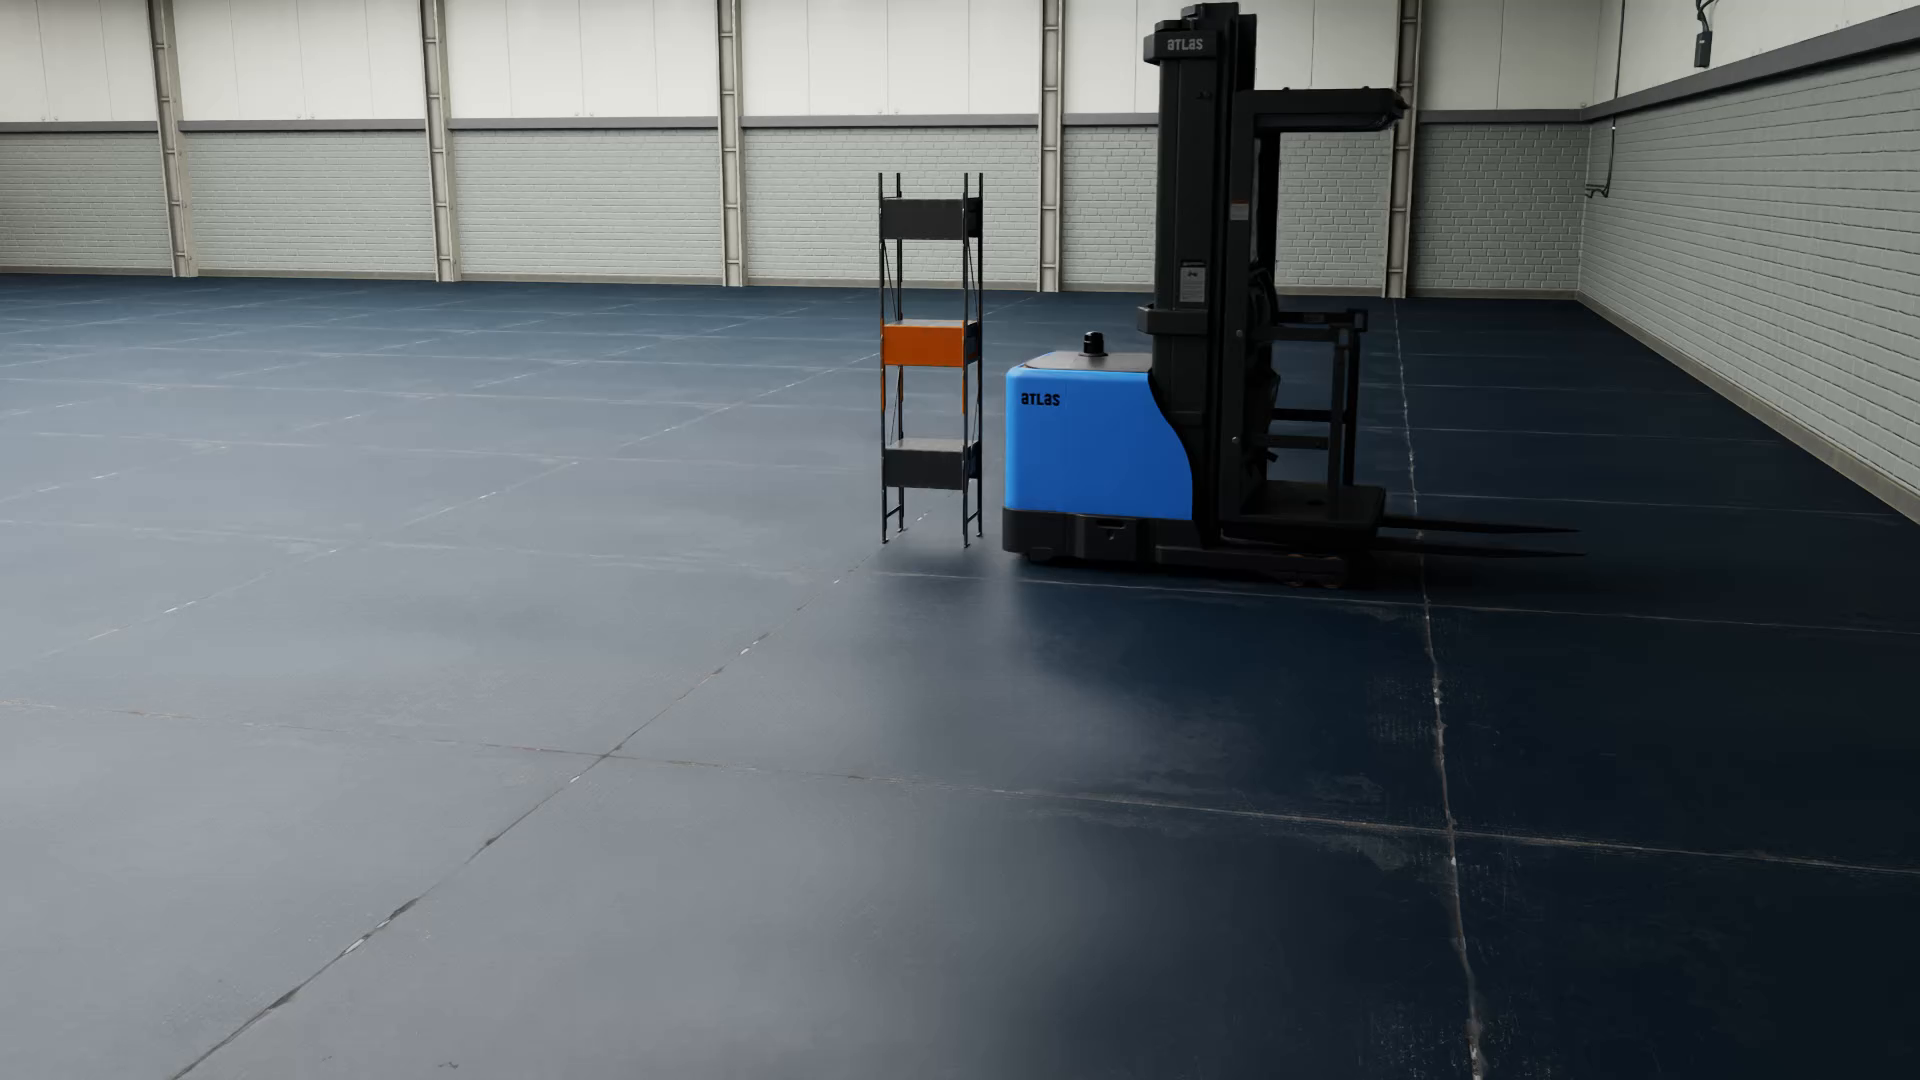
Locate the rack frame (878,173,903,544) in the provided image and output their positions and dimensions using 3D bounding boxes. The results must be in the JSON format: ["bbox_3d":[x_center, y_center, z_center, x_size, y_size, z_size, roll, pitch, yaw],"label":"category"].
[{"bbox_3d":[-0.398,-1.046,9.602,0.015,2.100,0.400,3,13,14],"label":"rack frame"}]

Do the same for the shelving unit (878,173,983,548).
[{"bbox_3d":[-0.161,-1.034,9.545,0.503,2.100,0.431,3,13,14],"label":"shelving unit"}]

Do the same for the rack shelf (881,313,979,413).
[{"bbox_3d":[-0.161,-1.020,9.548,0.480,0.518,0.431,3,13,14],"label":"rack shelf"}]

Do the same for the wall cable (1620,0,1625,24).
[{"bbox_3d":[9.324,-8.504,22.796,0.112,2.526,3.097,3,13,14],"label":"wall cable"}]

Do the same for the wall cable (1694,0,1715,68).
[{"bbox_3d":[7.682,-7.788,16.208,0.169,6.003,2.305,3,13,14],"label":"wall cable"}]

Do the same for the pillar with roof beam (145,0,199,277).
[{"bbox_3d":[-16.903,-8.894,29.046,0.400,9.000,9.100,3,13,14],"label":"pillar with roof beam"}]

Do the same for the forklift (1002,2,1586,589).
[{"bbox_3d":[1.809,-1.307,8.858,3.031,2.935,1.130,4,13,17],"label":"forklift"}]

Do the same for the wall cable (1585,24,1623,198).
[{"bbox_3d":[9.972,-6.607,25.907,0.112,2.526,3.097,3,13,14],"label":"wall cable"}]

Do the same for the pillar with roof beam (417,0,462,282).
[{"bbox_3d":[-11.078,-8.583,27.643,0.400,9.000,9.100,3,13,14],"label":"pillar with roof beam"}]

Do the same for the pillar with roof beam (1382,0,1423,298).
[{"bbox_3d":[6.397,-7.649,23.433,0.400,9.000,9.100,3,13,14],"label":"pillar with roof beam"}]

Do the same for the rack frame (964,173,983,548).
[{"bbox_3d":[0.076,-1.021,9.488,0.015,2.100,0.400,3,13,14],"label":"rack frame"}]

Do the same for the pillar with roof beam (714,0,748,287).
[{"bbox_3d":[-5.253,-8.271,26.239,0.400,9.000,9.100,3,13,14],"label":"pillar with roof beam"}]

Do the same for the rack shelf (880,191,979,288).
[{"bbox_3d":[-0.161,-1.704,9.396,0.480,0.518,0.431,3,13,14],"label":"rack shelf"}]

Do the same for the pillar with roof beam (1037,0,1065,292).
[{"bbox_3d":[0.572,-7.960,24.836,0.400,9.000,9.100,3,13,14],"label":"pillar with roof beam"}]

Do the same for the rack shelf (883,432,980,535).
[{"bbox_3d":[-0.161,-0.337,9.700,0.480,0.518,0.431,3,13,14],"label":"rack shelf"}]
